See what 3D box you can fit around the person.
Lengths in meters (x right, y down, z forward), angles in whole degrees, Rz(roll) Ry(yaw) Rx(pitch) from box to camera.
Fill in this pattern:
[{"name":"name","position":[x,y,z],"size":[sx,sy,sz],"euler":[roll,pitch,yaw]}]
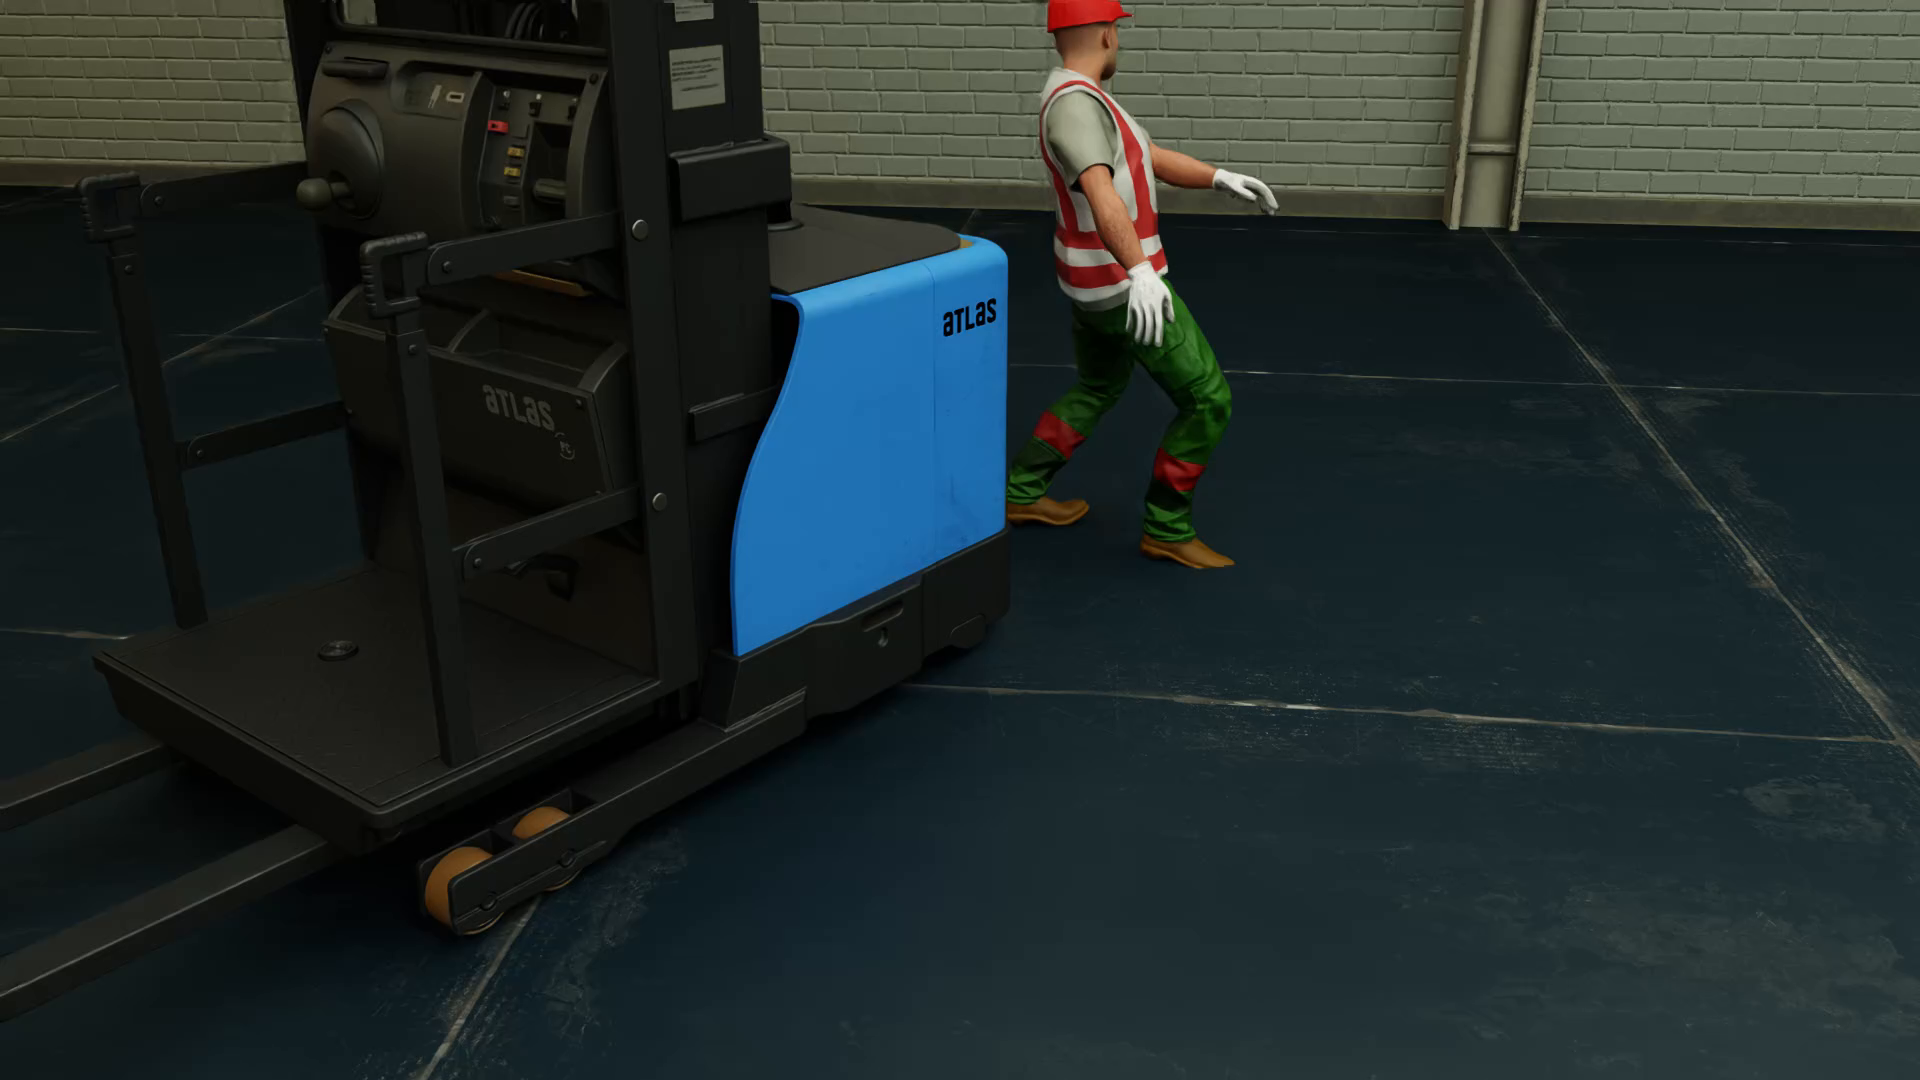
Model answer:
[{"name":"person","position":[0.543,-0.728,4.809],"size":[0.786,1.691,0.835],"euler":[-3,22,-8]}]

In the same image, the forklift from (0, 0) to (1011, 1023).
[{"name":"forklift","position":[-1.175,-0.797,3.233],"size":[1.130,2.935,3.031],"euler":[17,27,35]}]
